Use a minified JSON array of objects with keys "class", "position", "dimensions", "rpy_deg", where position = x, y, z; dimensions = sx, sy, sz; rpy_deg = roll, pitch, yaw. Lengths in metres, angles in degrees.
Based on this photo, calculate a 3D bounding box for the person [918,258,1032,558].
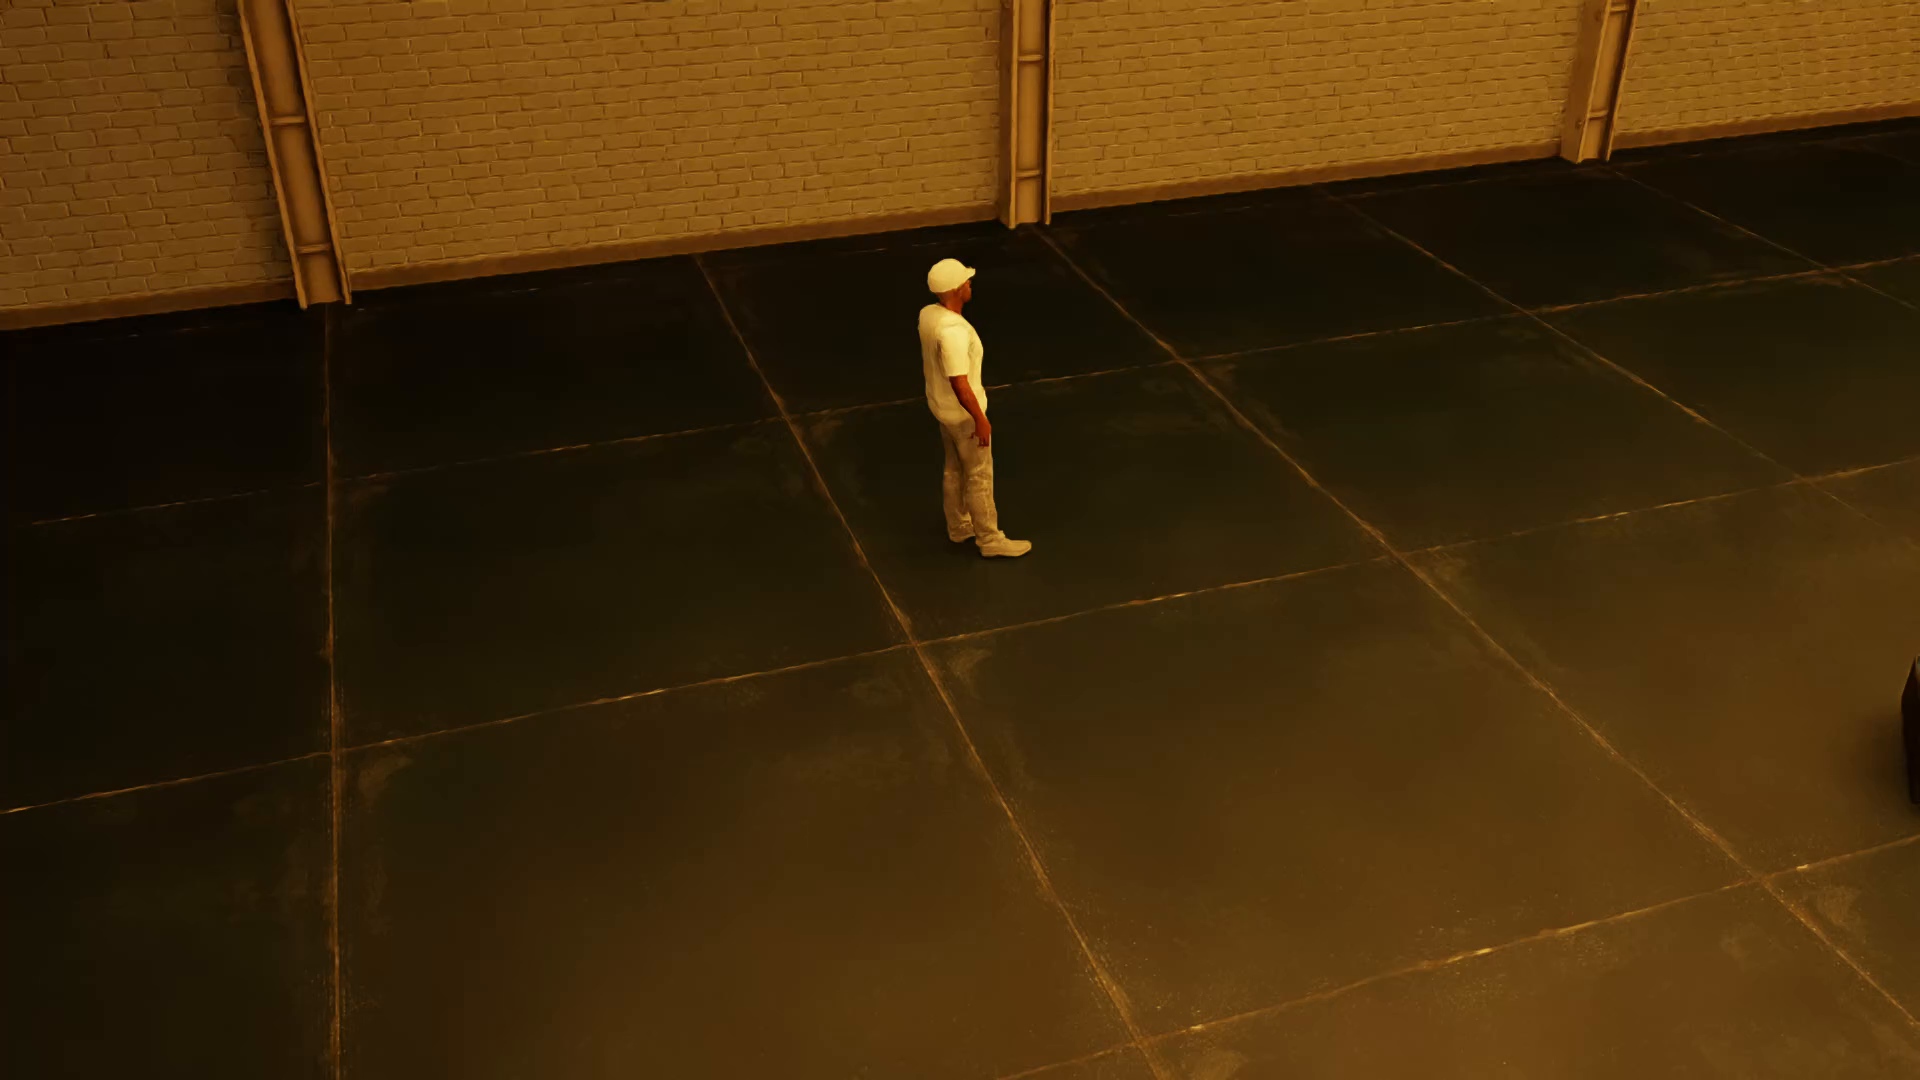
[{"class":"person","position":[0.068,-0.780,9.597],"dimensions":[0.576,1.766,0.665],"rpy_deg":[-10,31,-16]}]

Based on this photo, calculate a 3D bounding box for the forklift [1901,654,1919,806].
[{"class":"forklift","position":[6.018,0.096,6.921],"dimensions":[3.031,2.935,1.130],"rpy_deg":[12,32,20]}]
